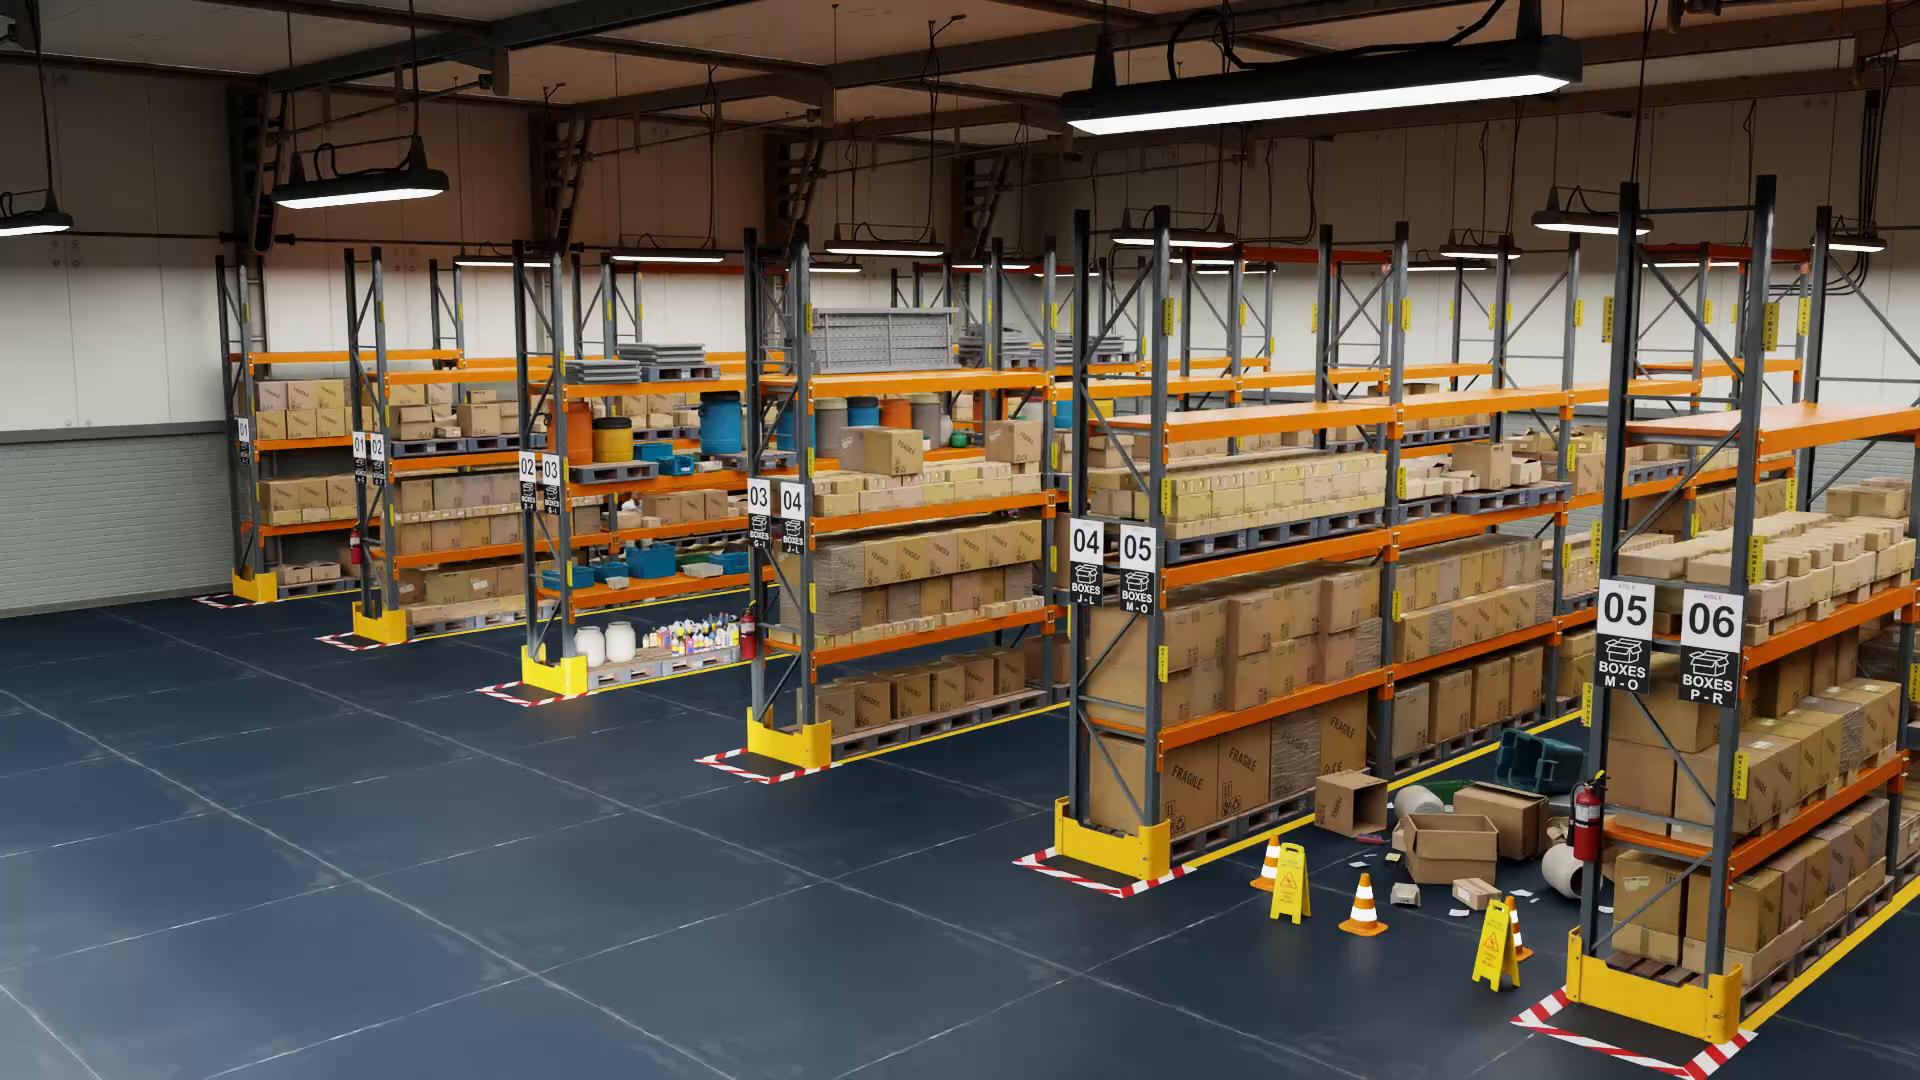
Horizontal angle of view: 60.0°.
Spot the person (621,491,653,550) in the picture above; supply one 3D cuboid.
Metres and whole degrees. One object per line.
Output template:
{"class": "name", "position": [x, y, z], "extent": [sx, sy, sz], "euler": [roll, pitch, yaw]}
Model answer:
{"class": "person", "position": [-6.026, -0.093, 30.974], "extent": [0.641, 1.785, 0.482], "euler": [-2, 8, -15]}
